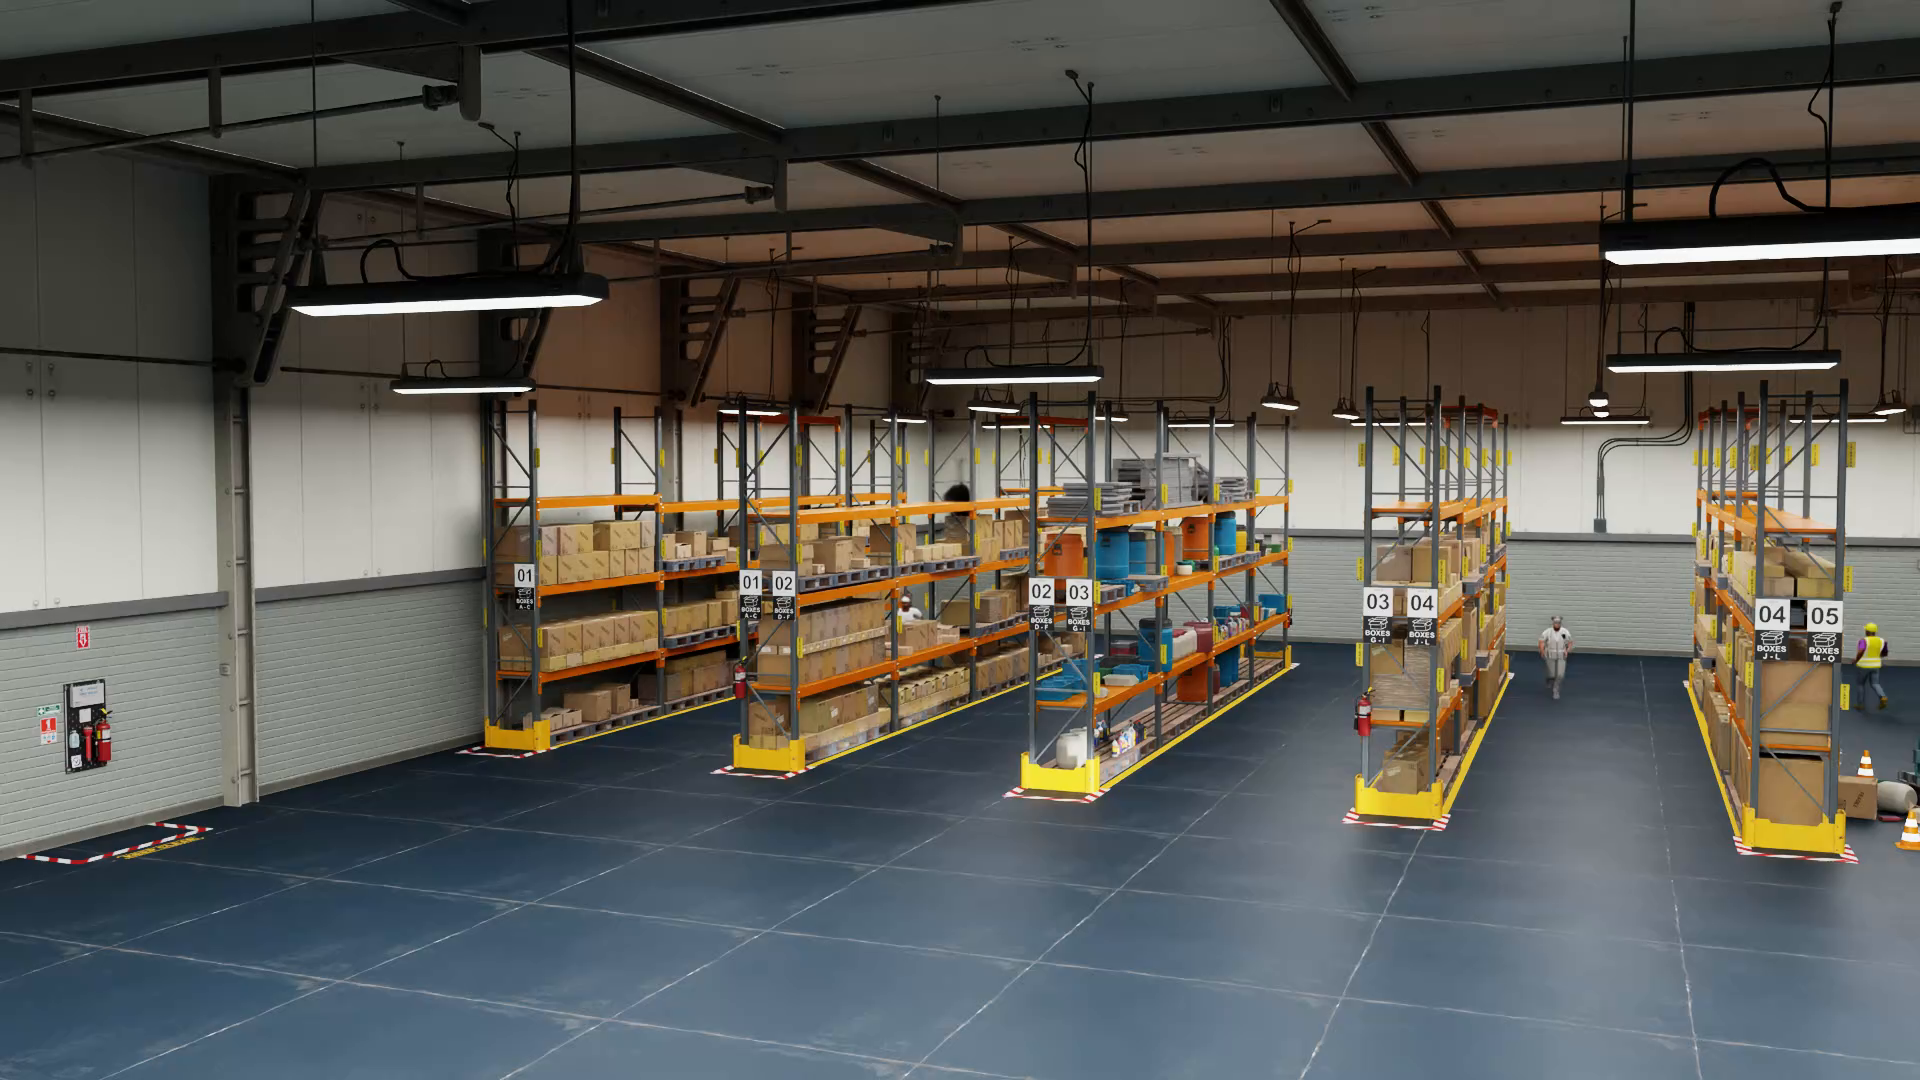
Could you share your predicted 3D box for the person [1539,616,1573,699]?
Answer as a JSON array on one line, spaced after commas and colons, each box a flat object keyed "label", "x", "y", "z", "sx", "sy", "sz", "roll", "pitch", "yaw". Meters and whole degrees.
[{"label": "person", "x": 12.487, "y": 2.440, "z": 34.851, "sx": 0.674, "sy": 1.729, "sz": 0.636, "roll": 0, "pitch": 3, "yaw": 8}]

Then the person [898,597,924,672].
[{"label": "person", "x": -1.245, "y": 2.217, "z": 38.704, "sx": 0.664, "sy": 1.811, "sz": 0.830, "roll": 1, "pitch": 3, "yaw": 20}]

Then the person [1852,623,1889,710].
[{"label": "person", "x": 17.940, "y": 2.506, "z": 32.773, "sx": 0.697, "sy": 1.746, "sz": 0.931, "roll": 0, "pitch": 3, "yaw": 2}]
